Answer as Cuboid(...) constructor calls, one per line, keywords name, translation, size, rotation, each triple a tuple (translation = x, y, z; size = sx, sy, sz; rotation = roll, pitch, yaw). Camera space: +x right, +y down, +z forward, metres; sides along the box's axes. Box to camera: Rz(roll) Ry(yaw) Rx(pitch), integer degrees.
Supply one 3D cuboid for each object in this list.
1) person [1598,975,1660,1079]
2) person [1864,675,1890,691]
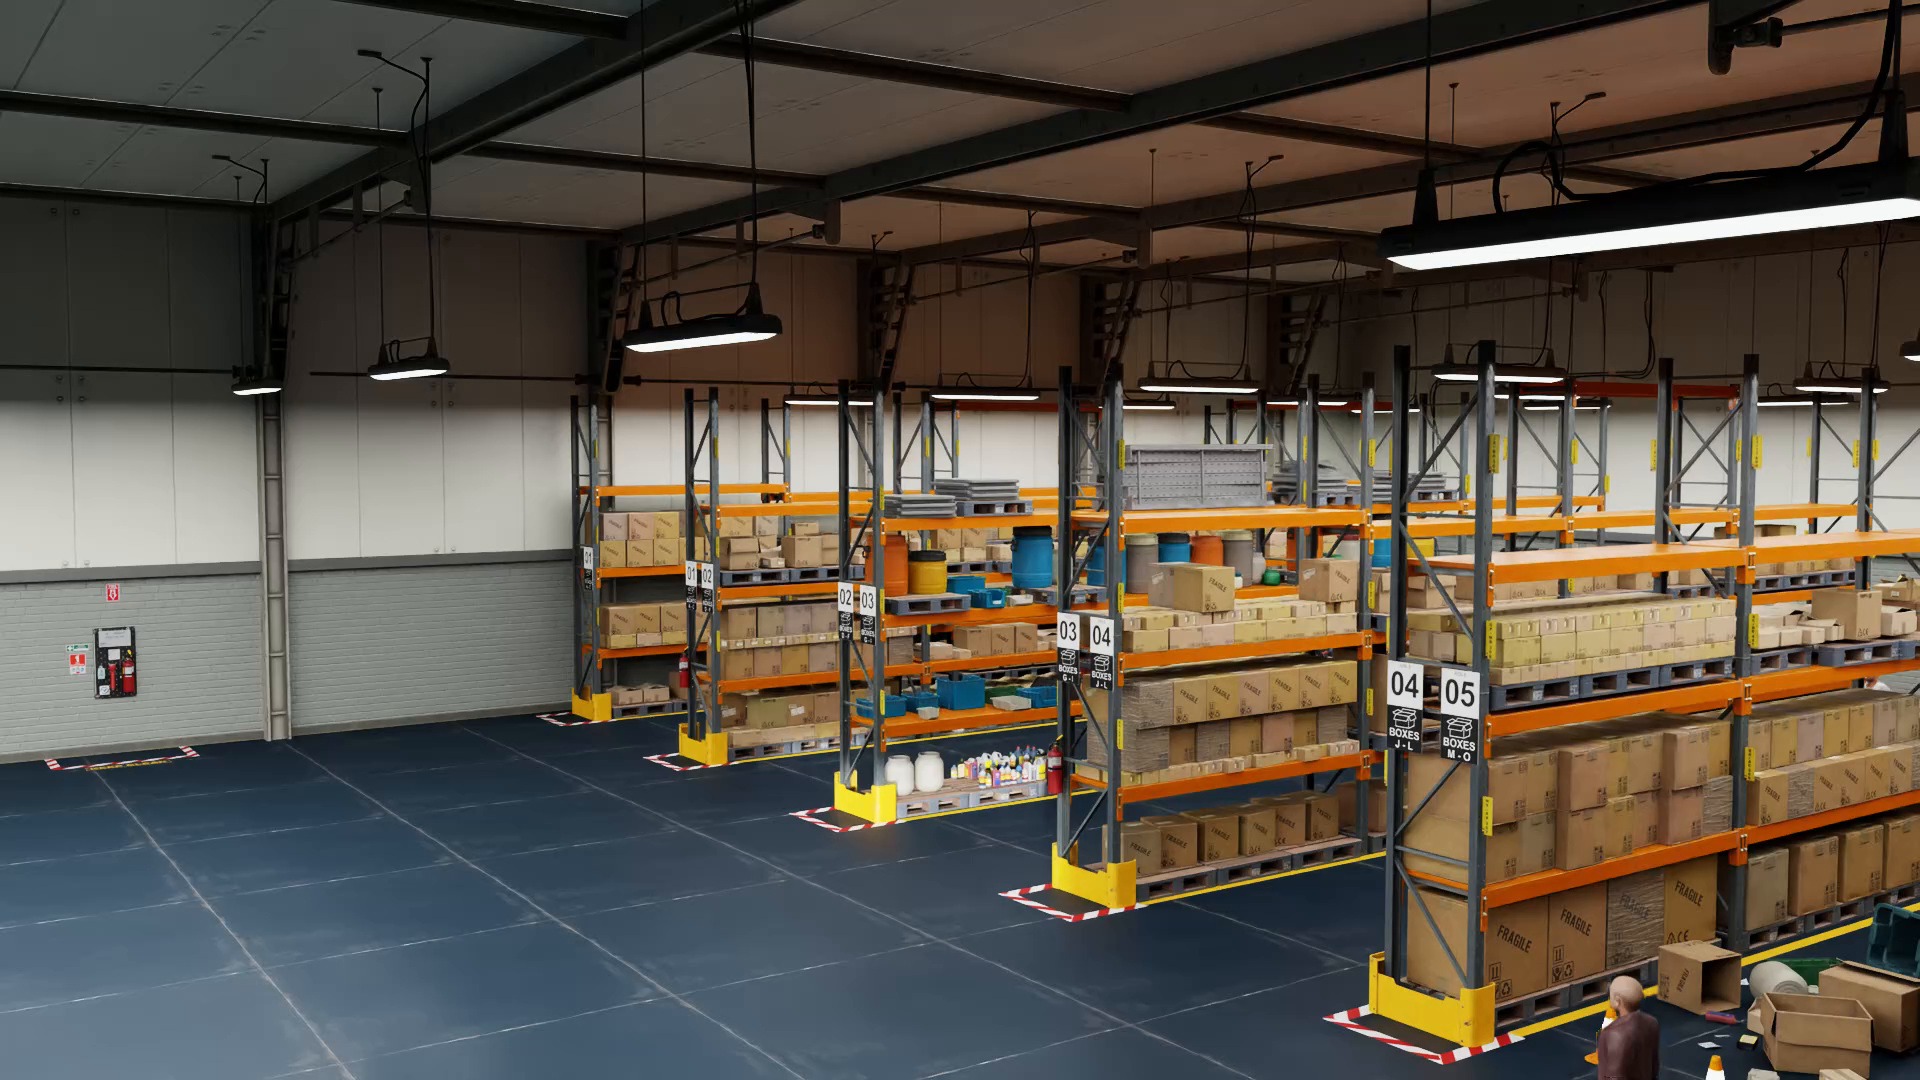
Cuboid(name="person", translation=(4.255, 3.631, 10.486), size=(0.707, 1.762, 0.571), rotation=(3, 4, 37))
Cuboid(name="person", translation=(13.840, 2.745, 25.294), size=(1.034, 1.724, 0.551), rotation=(-2, 4, -33))
